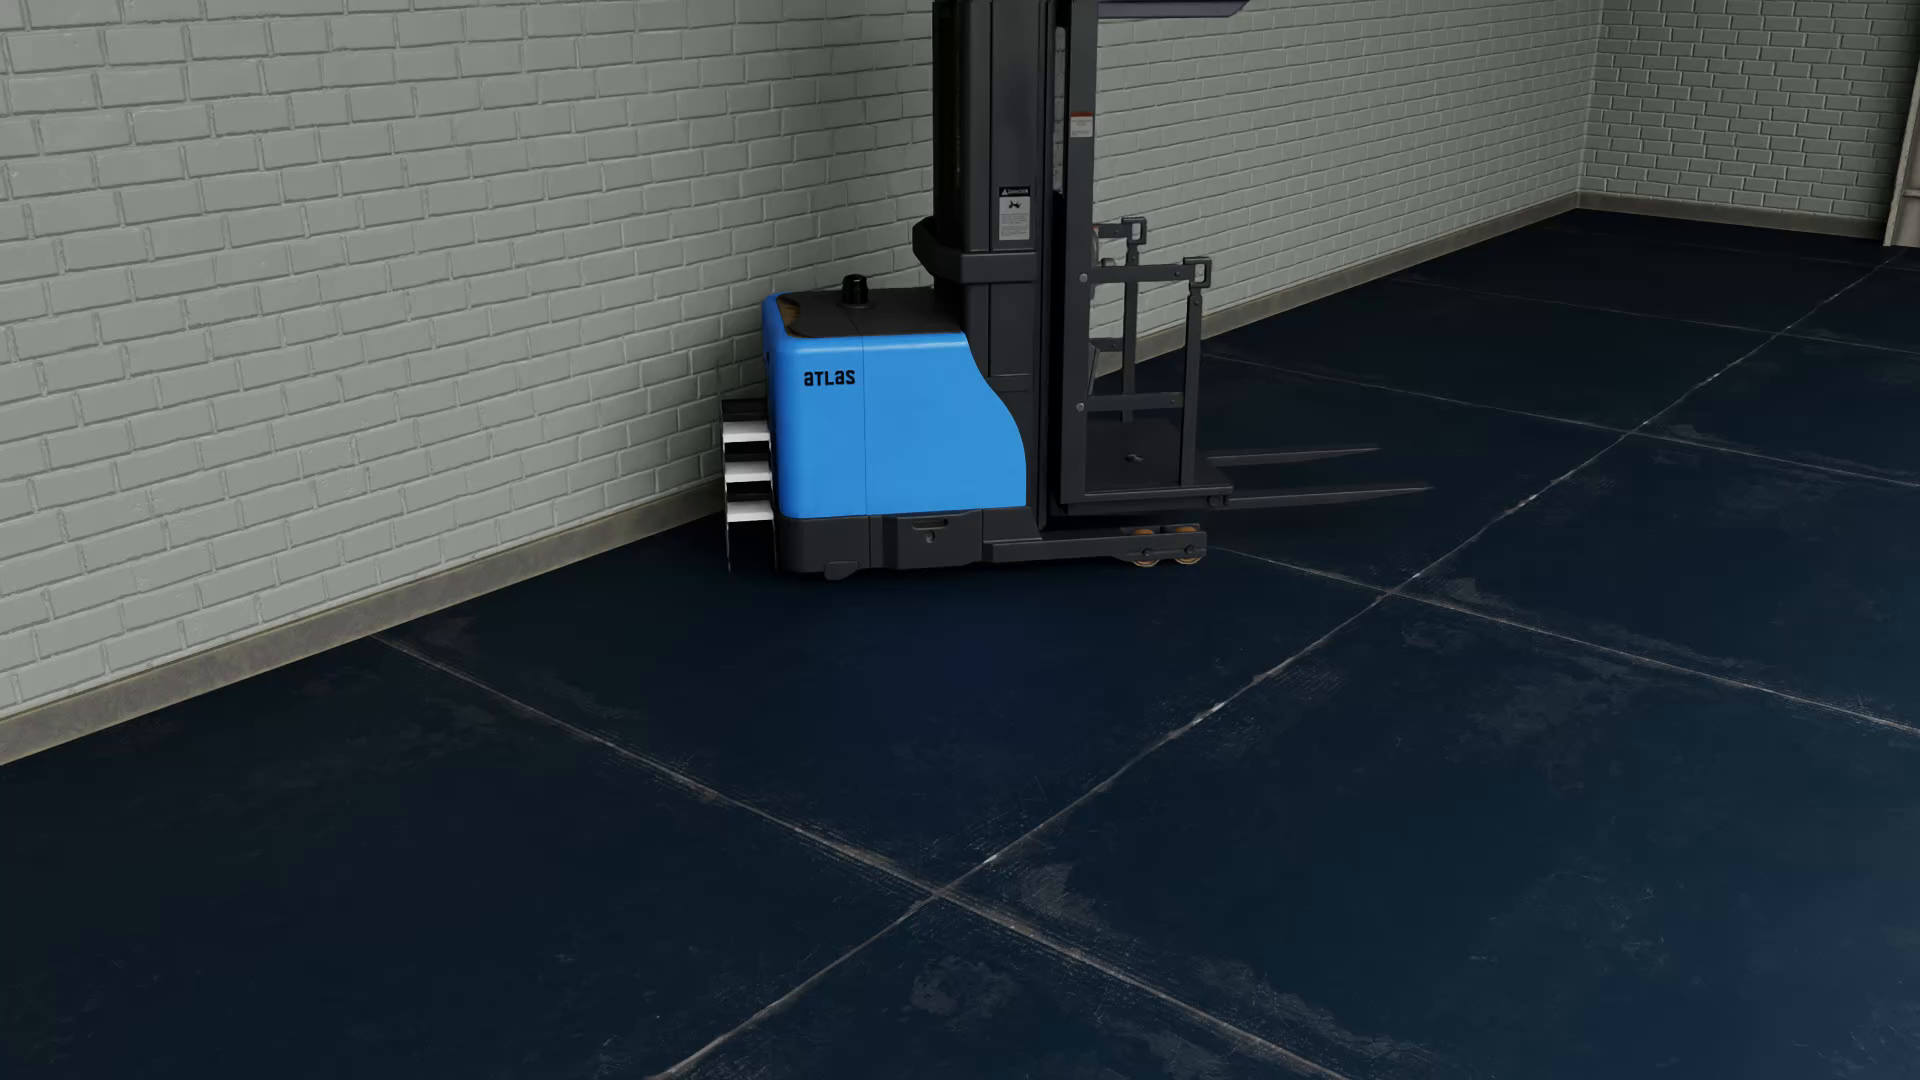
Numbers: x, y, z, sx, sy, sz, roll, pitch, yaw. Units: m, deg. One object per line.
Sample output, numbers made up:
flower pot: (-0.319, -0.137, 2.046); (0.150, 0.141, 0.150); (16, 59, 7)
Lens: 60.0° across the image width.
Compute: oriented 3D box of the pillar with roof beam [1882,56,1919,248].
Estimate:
pillar with roof beam: (5.552, -5.594, 9.750); (0.400, 9.000, 9.100); (16, 26, 36)

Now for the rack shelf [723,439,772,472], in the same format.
rack shelf: (-0.930, -0.378, 7.234); (0.200, 0.077, 0.258); (-3, 21, -9)

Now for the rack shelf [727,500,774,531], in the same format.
rack shelf: (-0.930, -0.125, 7.329); (0.200, 0.077, 0.258); (-3, 21, -9)

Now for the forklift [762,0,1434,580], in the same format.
forklift: (0.644, -1.431, 7.308); (3.031, 2.935, 1.130); (-3, 21, -9)

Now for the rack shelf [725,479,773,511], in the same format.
rack shelf: (-0.930, -0.209, 7.297); (0.200, 0.077, 0.258); (-3, 21, -9)

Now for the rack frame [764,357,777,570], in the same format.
rack frame: (-0.829, -0.331, 7.270); (0.006, 0.900, 0.240); (-3, 21, -9)

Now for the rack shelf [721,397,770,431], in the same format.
rack shelf: (-0.930, -0.546, 7.170); (0.200, 0.077, 0.258); (-3, 21, -9)

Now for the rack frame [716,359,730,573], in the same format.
rack frame: (-1.030, -0.319, 7.238); (0.006, 0.900, 0.240); (-3, 21, -9)

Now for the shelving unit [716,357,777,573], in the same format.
shelving unit: (-0.930, -0.325, 7.254); (0.210, 0.900, 0.258); (-3, 21, -9)

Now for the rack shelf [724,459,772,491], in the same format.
rack shelf: (-0.930, -0.294, 7.266); (0.200, 0.077, 0.258); (-3, 21, -9)

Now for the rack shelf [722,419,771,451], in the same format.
rack shelf: (-0.930, -0.462, 7.202); (0.200, 0.077, 0.258); (-3, 21, -9)
